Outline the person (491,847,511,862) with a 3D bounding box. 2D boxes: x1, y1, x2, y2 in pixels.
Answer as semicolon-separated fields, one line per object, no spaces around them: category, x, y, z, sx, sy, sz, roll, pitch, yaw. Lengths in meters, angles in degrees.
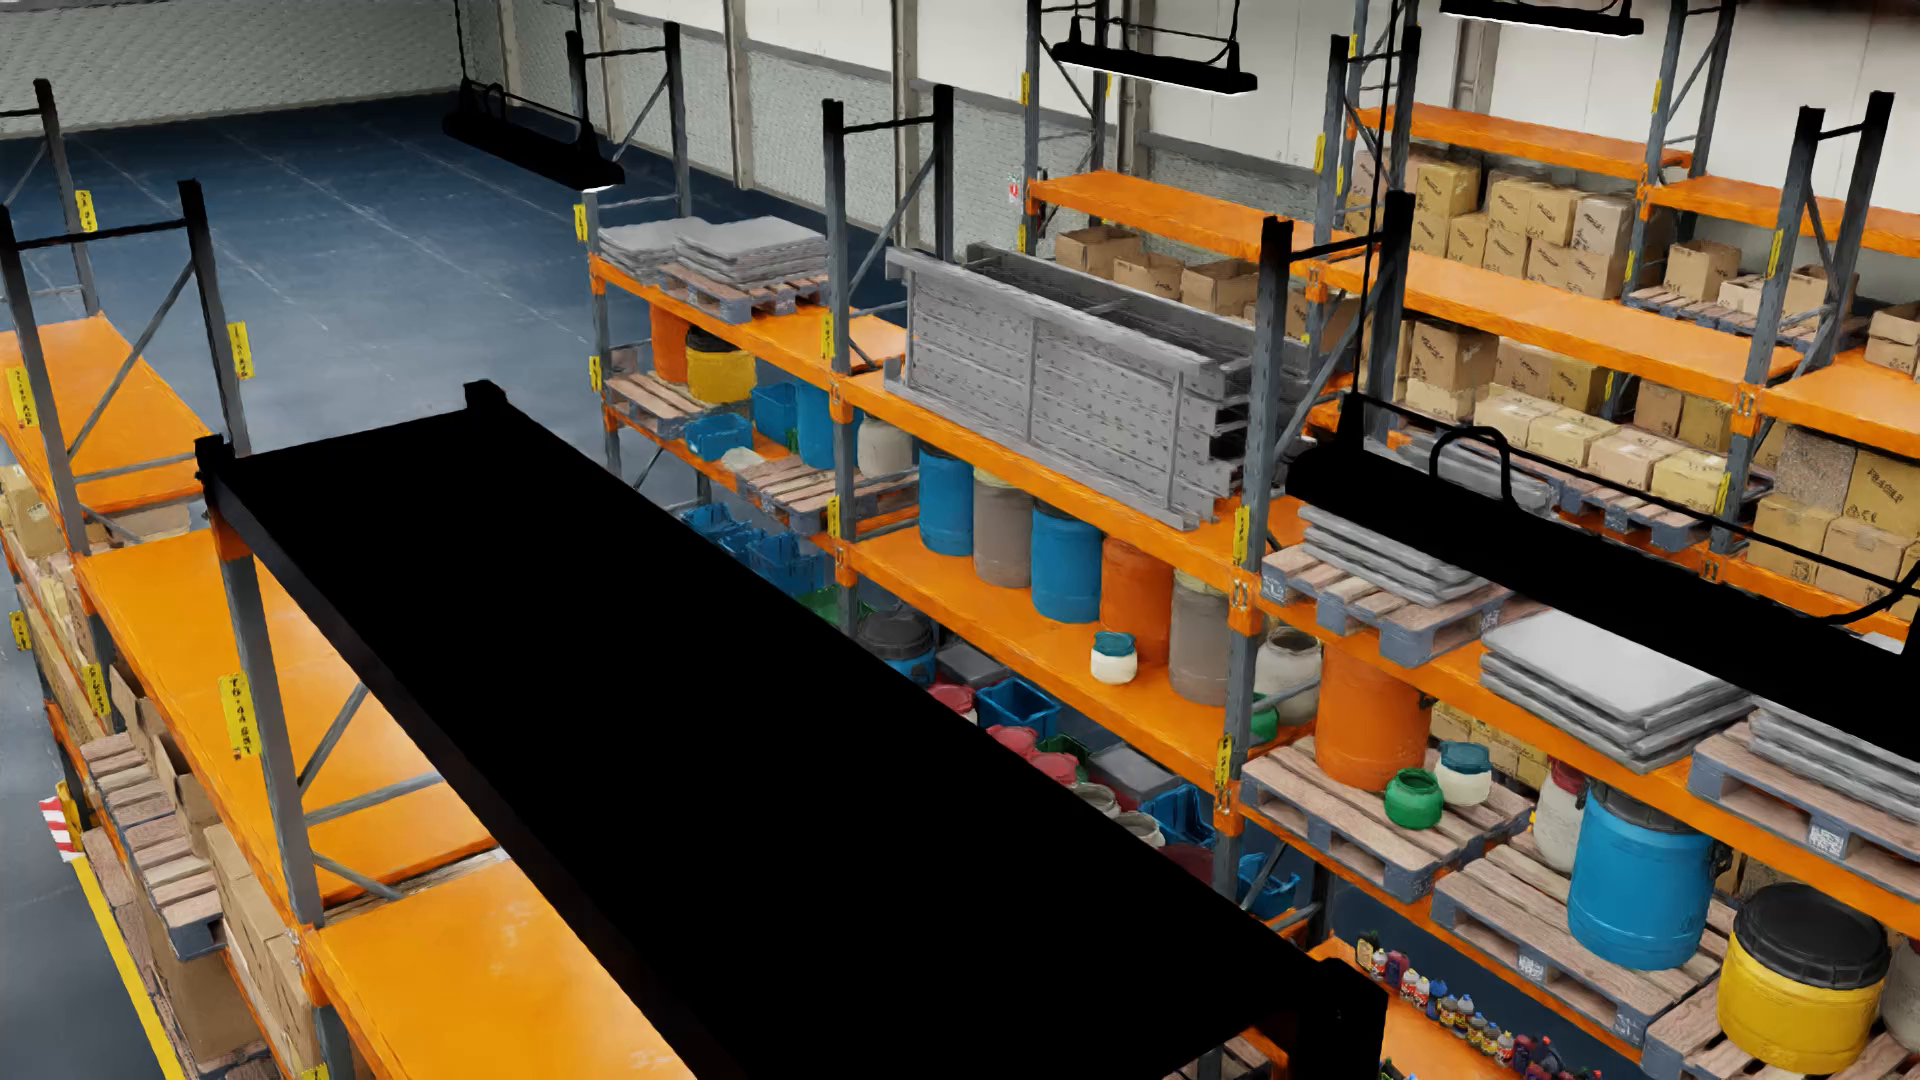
person;-3.257;2.501;11.517;0.538;1.695;1.101;-15;29;-30
